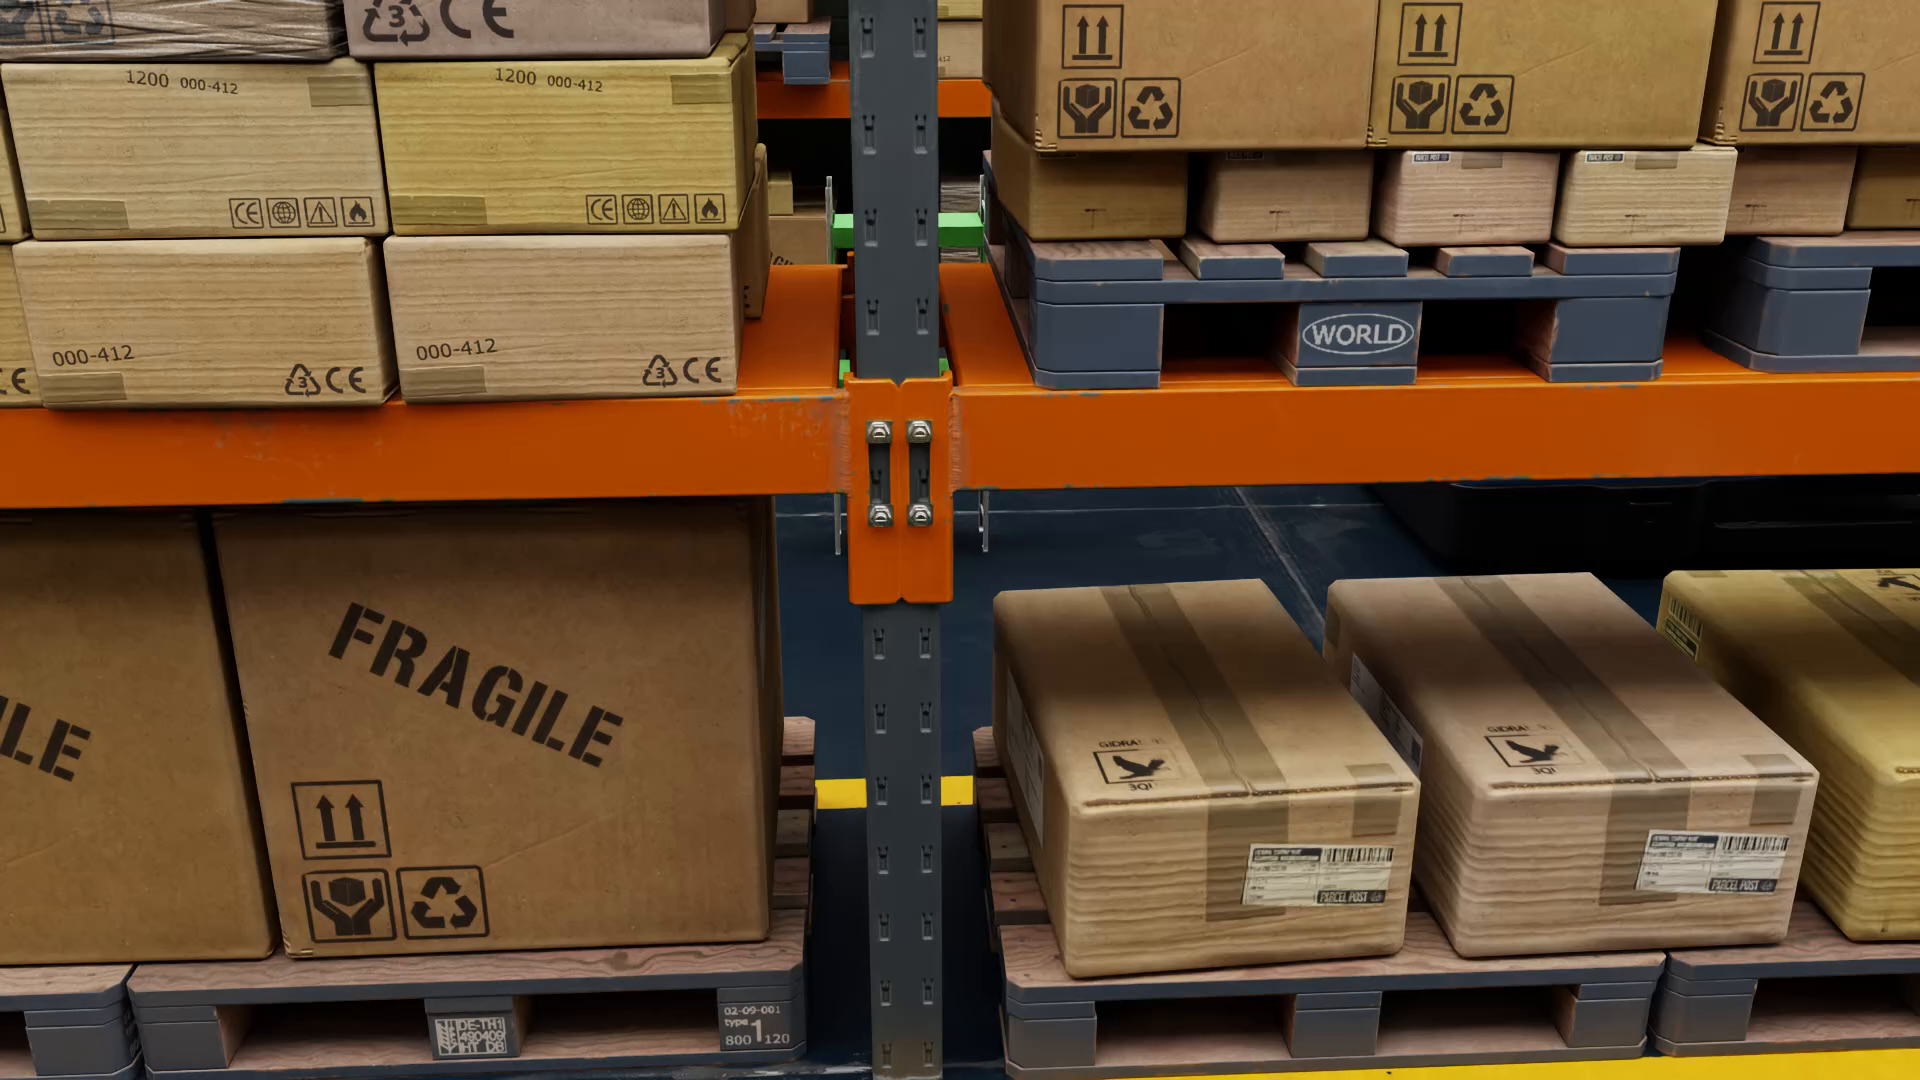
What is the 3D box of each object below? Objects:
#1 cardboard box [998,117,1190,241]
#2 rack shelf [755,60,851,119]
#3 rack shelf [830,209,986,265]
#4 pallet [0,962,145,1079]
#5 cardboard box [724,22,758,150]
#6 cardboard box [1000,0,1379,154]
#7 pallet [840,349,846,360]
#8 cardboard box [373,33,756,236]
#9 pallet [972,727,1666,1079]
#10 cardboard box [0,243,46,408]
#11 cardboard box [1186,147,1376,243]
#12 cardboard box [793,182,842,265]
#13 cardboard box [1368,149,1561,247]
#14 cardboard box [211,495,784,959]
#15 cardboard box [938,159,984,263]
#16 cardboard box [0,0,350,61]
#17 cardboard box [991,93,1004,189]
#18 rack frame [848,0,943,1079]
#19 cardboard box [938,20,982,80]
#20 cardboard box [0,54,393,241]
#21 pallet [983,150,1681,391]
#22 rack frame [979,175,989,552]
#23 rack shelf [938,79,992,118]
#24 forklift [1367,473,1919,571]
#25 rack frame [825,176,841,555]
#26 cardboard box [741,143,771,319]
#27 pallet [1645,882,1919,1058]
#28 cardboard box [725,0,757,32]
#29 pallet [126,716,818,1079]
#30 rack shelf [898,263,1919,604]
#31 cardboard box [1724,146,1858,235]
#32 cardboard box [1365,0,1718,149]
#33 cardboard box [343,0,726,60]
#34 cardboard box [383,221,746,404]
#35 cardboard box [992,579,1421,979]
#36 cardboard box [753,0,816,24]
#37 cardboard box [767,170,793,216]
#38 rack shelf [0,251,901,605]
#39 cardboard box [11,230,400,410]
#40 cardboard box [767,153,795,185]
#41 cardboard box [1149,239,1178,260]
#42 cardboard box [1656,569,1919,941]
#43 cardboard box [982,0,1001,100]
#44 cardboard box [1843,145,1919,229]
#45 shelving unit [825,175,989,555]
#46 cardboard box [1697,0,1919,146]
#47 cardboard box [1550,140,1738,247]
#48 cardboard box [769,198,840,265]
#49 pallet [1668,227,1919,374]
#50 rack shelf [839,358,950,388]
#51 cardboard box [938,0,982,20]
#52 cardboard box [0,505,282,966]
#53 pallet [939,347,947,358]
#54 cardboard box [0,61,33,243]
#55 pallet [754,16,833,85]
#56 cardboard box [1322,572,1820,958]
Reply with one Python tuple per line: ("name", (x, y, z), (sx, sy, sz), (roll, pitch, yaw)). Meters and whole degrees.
("cardboard box", (0.212, -0.608, 2.765), (0.250, 0.149, 0.380), (-2, 21, -6))
("rack shelf", (-2.407, -1.975, 7.603), (4.000, 0.370, 1.077), (-1, 21, -3))
("rack shelf", (-0.165, -0.946, 5.251), (0.480, 0.148, 0.258), (-1, 21, -3))
("pallet", (-2.130, 0.728, 3.413), (1.213, 0.211, 1.003), (-1, 21, -3))
("cardboard box", (-0.643, -0.829, 3.092), (0.500, 0.250, 0.500), (-1, 21, -3))
("cardboard box", (0.339, -0.897, 2.613), (0.500, 0.500, 0.500), (-2, 21, -5))
("pallet", (-1.158, -1.047, 8.073), (1.213, 0.211, 1.003), (-1, 21, -3))
("cardboard box", (-0.592, -0.652, 2.626), (0.500, 0.250, 0.500), (-1, 21, -3))
("pallet", (0.657, 0.699, 3.487), (1.213, 0.211, 1.003), (-1, 21, -3))
("cardboard box", (-1.626, -0.395, 2.654), (0.500, 0.250, 0.500), (-1, 21, -4))
("cardboard box", (0.496, -0.602, 2.748), (0.250, 0.149, 0.380), (-2, 21, -6))
("cardboard box", (-0.847, -1.471, 8.191), (0.500, 0.500, 0.500), (0, 21, -1))
("cardboard box", (0.772, -0.591, 2.720), (0.250, 0.149, 0.380), (-3, 21, -7))
("cardboard box", (-0.817, 0.193, 3.295), (0.875, 0.875, 0.875), (-1, 21, -4))
("cardboard box", (0.213, -1.446, 7.950), (0.625, 0.625, 0.875), (-1, 21, -1))
("cardboard box", (-1.136, -0.986, 2.448), (0.500, 0.500, 0.500), (-1, 21, -2))
("cardboard box", (0.191, -0.757, 3.158), (0.250, 0.149, 0.380), (0, 21, -1))
("rack frame", (-0.123, -0.588, 2.951), (0.127, 3.000, 1.000), (-1, 21, -3))
("cardboard box", (0.047, -2.204, 7.404), (0.500, 0.250, 0.500), (-1, 21, -3))
("cardboard box", (-1.104, -0.640, 2.595), (0.500, 0.250, 0.500), (-2, 21, -4))
("pallet", (0.582, -0.551, 3.122), (1.003, 0.211, 1.213), (-1, 21, -3))
("rack frame", (0.078, -0.562, 5.412), (0.015, 1.200, 0.240), (-1, 21, -3))
("rack shelf", (1.587, -2.056, 7.817), (4.000, 0.370, 1.077), (-1, 21, -3))
("forklift", (2.983, -1.473, 5.372), (3.031, 2.935, 1.130), (-2, 21, -5))
("rack frame", (-0.409, -0.552, 5.386), (0.015, 1.200, 0.240), (-1, 21, -3))
("cardboard box", (-0.626, -0.598, 3.186), (0.500, 0.250, 0.500), (-2, 21, -4))
("pallet", (1.872, 0.676, 3.549), (1.213, 0.211, 1.003), (-1, 21, -3))
("cardboard box", (-0.629, -1.179, 2.957), (0.500, 0.500, 0.500), (-2, 21, -5))
("pallet", (-0.914, 0.704, 3.475), (1.213, 0.211, 1.003), (-1, 21, -3))
("rack shelf", (1.874, -0.293, 3.185), (4.000, 0.370, 1.077), (-1, 21, -3))
("cardboard box", (1.284, -0.622, 2.801), (0.250, 0.149, 0.380), (0, 21, 0))
("cardboard box", (0.859, -0.910, 2.648), (0.500, 0.500, 0.500), (0, 21, 0))
("cardboard box", (-0.624, -0.999, 2.483), (0.500, 0.500, 0.500), (-2, 21, -5))
("cardboard box", (-0.613, -0.416, 2.708), (0.500, 0.250, 0.500), (-2, 21, -5))
("cardboard box", (0.442, 0.435, 3.364), (0.625, 0.372, 0.950), (-3, 21, -7))
("cardboard box", (-0.933, -2.640, 7.608), (0.500, 0.500, 0.500), (0, 21, -1))
("cardboard box", (-0.889, -1.583, 7.574), (0.250, 0.149, 0.380), (-2, 21, -6))
("rack shelf", (-2.120, -0.212, 2.972), (4.000, 0.370, 1.077), (-1, 21, -3))
("cardboard box", (-1.122, -0.400, 2.666), (0.500, 0.250, 0.500), (-1, 21, -2))
("cardboard box", (-0.949, -1.783, 8.099), (0.250, 0.149, 0.380), (0, 21, 0))
("cardboard box", (0.865, -1.462, 7.992), (0.625, 0.625, 0.875), (0, 21, -1))
("cardboard box", (1.935, 0.404, 3.446), (0.625, 0.372, 0.950), (0, 21, -1))
("cardboard box", (0.315, -1.078, 3.089), (0.500, 0.500, 0.500), (-2, 21, -5))
("cardboard box", (1.564, -0.641, 2.852), (0.250, 0.149, 0.380), (0, 21, -1))
("shelving unit", (-0.165, -0.557, 5.399), (0.503, 1.200, 0.258), (-1, 21, -3))
("cardboard box", (1.389, -0.924, 2.682), (0.500, 0.500, 0.500), (-1, 21, -2))
("cardboard box", (1.048, -0.589, 2.715), (0.250, 0.149, 0.380), (-1, 21, -3))
("cardboard box", (-0.820, -1.295, 7.729), (0.500, 0.500, 0.500), (-1, 21, -1))
("pallet", (1.851, -0.554, 3.129), (1.213, 0.211, 1.003), (-1, 21, -3))
("rack shelf", (-0.165, -0.498, 5.421), (0.480, 0.148, 0.258), (-1, 21, -3))
("cardboard box", (0.048, -2.428, 7.292), (0.500, 0.250, 0.500), (-1, 21, -3))
("cardboard box", (-1.708, 0.209, 3.251), (0.875, 0.875, 0.875), (-1, 21, -2))
("pallet", (0.414, -1.051, 8.085), (1.213, 0.211, 1.003), (-1, 21, -3))
("cardboard box", (-1.614, -0.622, 2.548), (0.500, 0.250, 0.500), (-2, 21, -4))
("pallet", (-1.083, -2.223, 7.514), (1.003, 0.211, 1.213), (-1, 21, -3))
("cardboard box", (1.178, 0.418, 3.411), (0.625, 0.372, 0.950), (-2, 21, -4))
